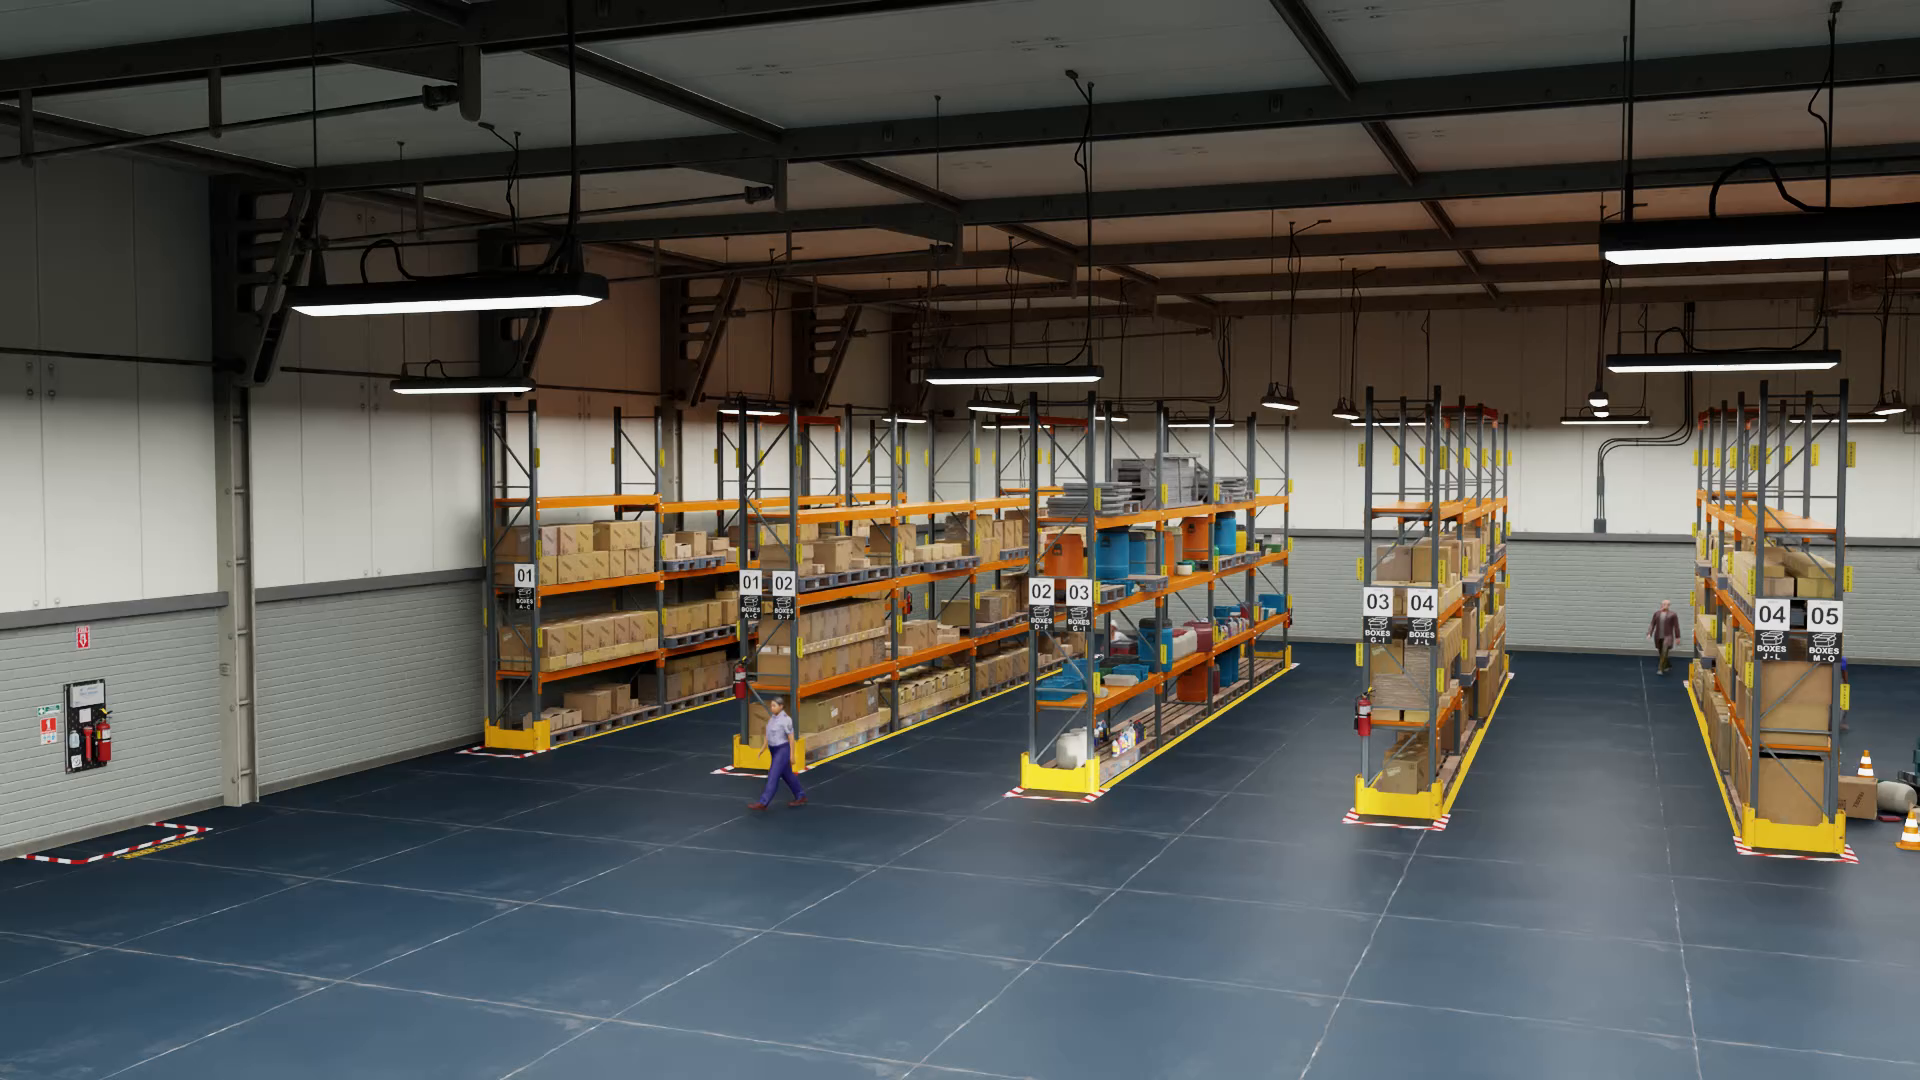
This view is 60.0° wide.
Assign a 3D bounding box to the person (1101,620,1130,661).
[{"bbox_3d":[3.218,2.477,34.204,0.693,1.688,0.579,2,3,30],"label":"person"}]

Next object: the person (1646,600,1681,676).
[{"bbox_3d":[16.148,2.235,38.205,1.121,1.727,0.668,-3,4,-44],"label":"person"}]

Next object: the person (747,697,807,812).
[{"bbox_3d":[-2.608,3.023,23.584,1.023,1.594,0.530,-1,3,-27],"label":"person"}]

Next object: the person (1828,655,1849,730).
[{"bbox_3d":[16.047,2.676,30.517,0.500,1.655,0.521,1,3,20],"label":"person"}]
